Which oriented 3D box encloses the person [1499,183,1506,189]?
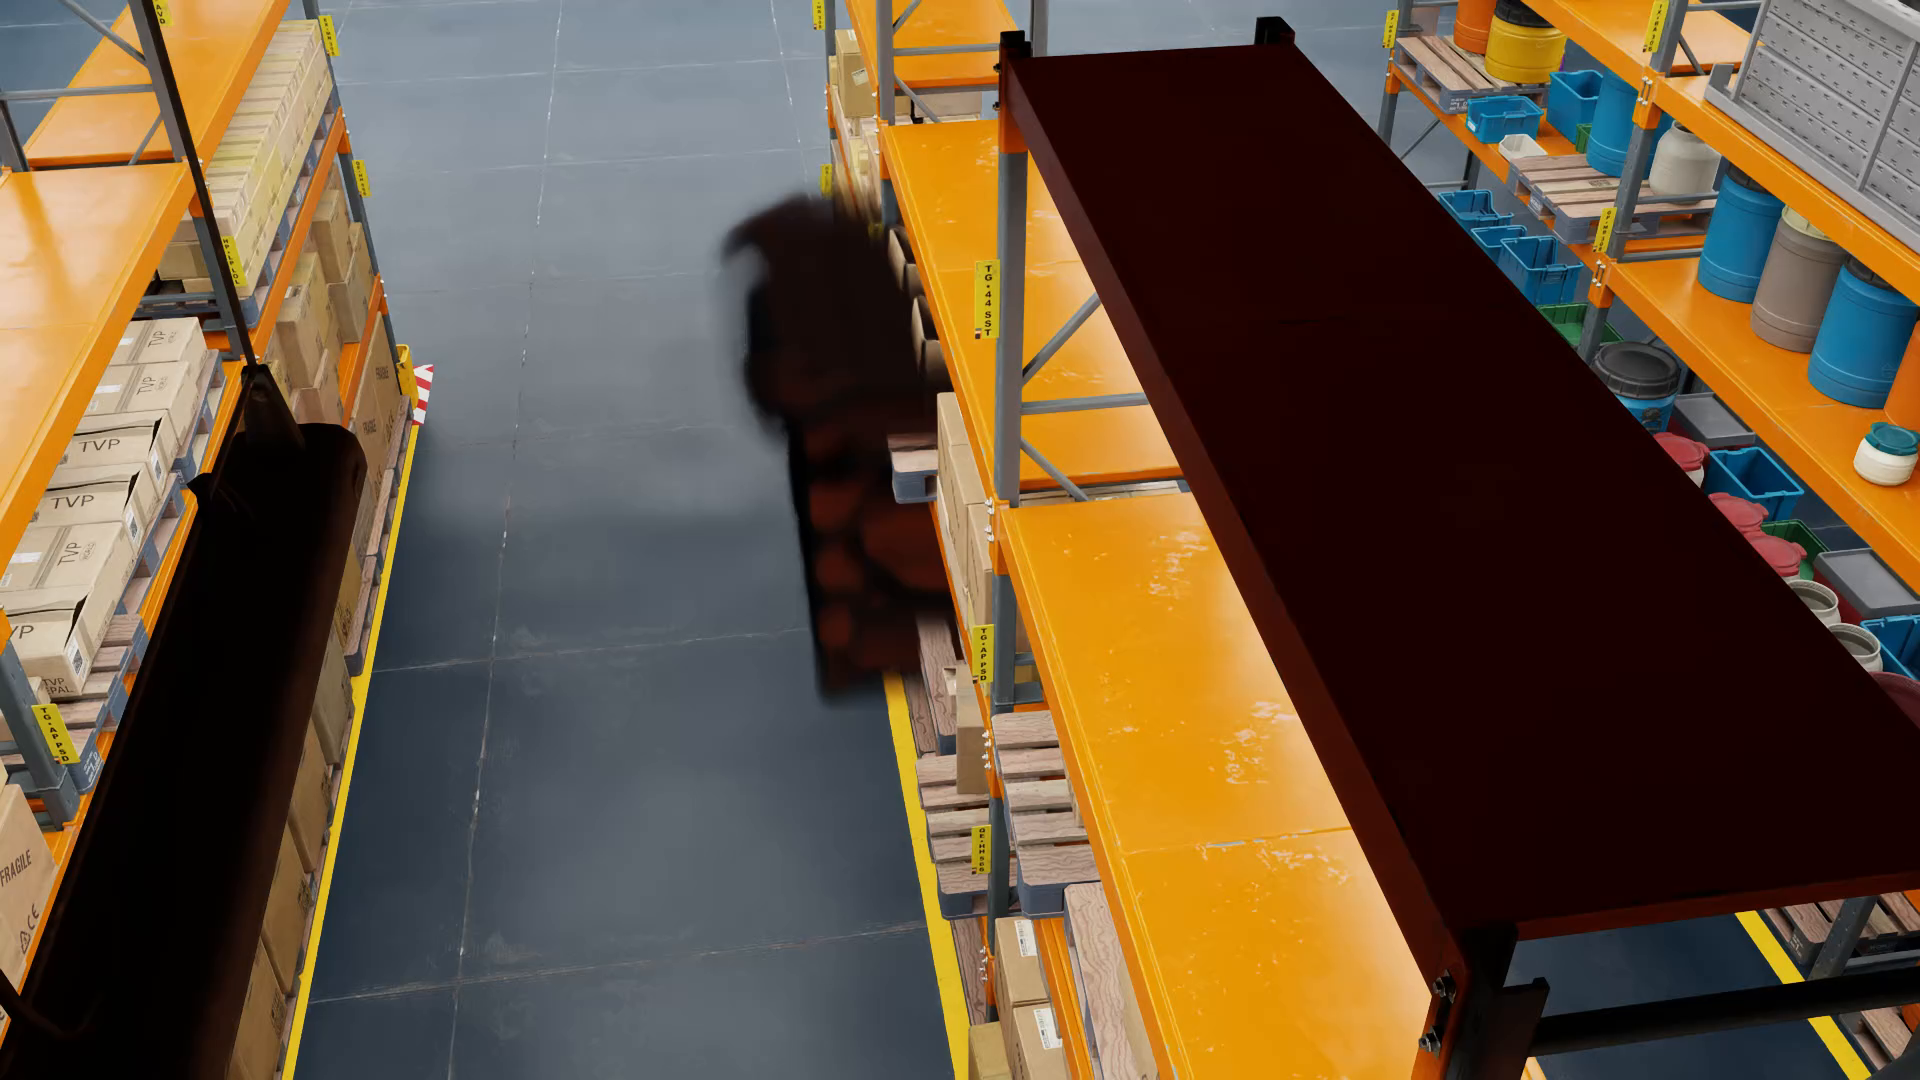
[{"bbox_3d":[6.339,-4.896,18.675,0.575,1.787,0.701,-4,37,-6],"label":"person"}]
